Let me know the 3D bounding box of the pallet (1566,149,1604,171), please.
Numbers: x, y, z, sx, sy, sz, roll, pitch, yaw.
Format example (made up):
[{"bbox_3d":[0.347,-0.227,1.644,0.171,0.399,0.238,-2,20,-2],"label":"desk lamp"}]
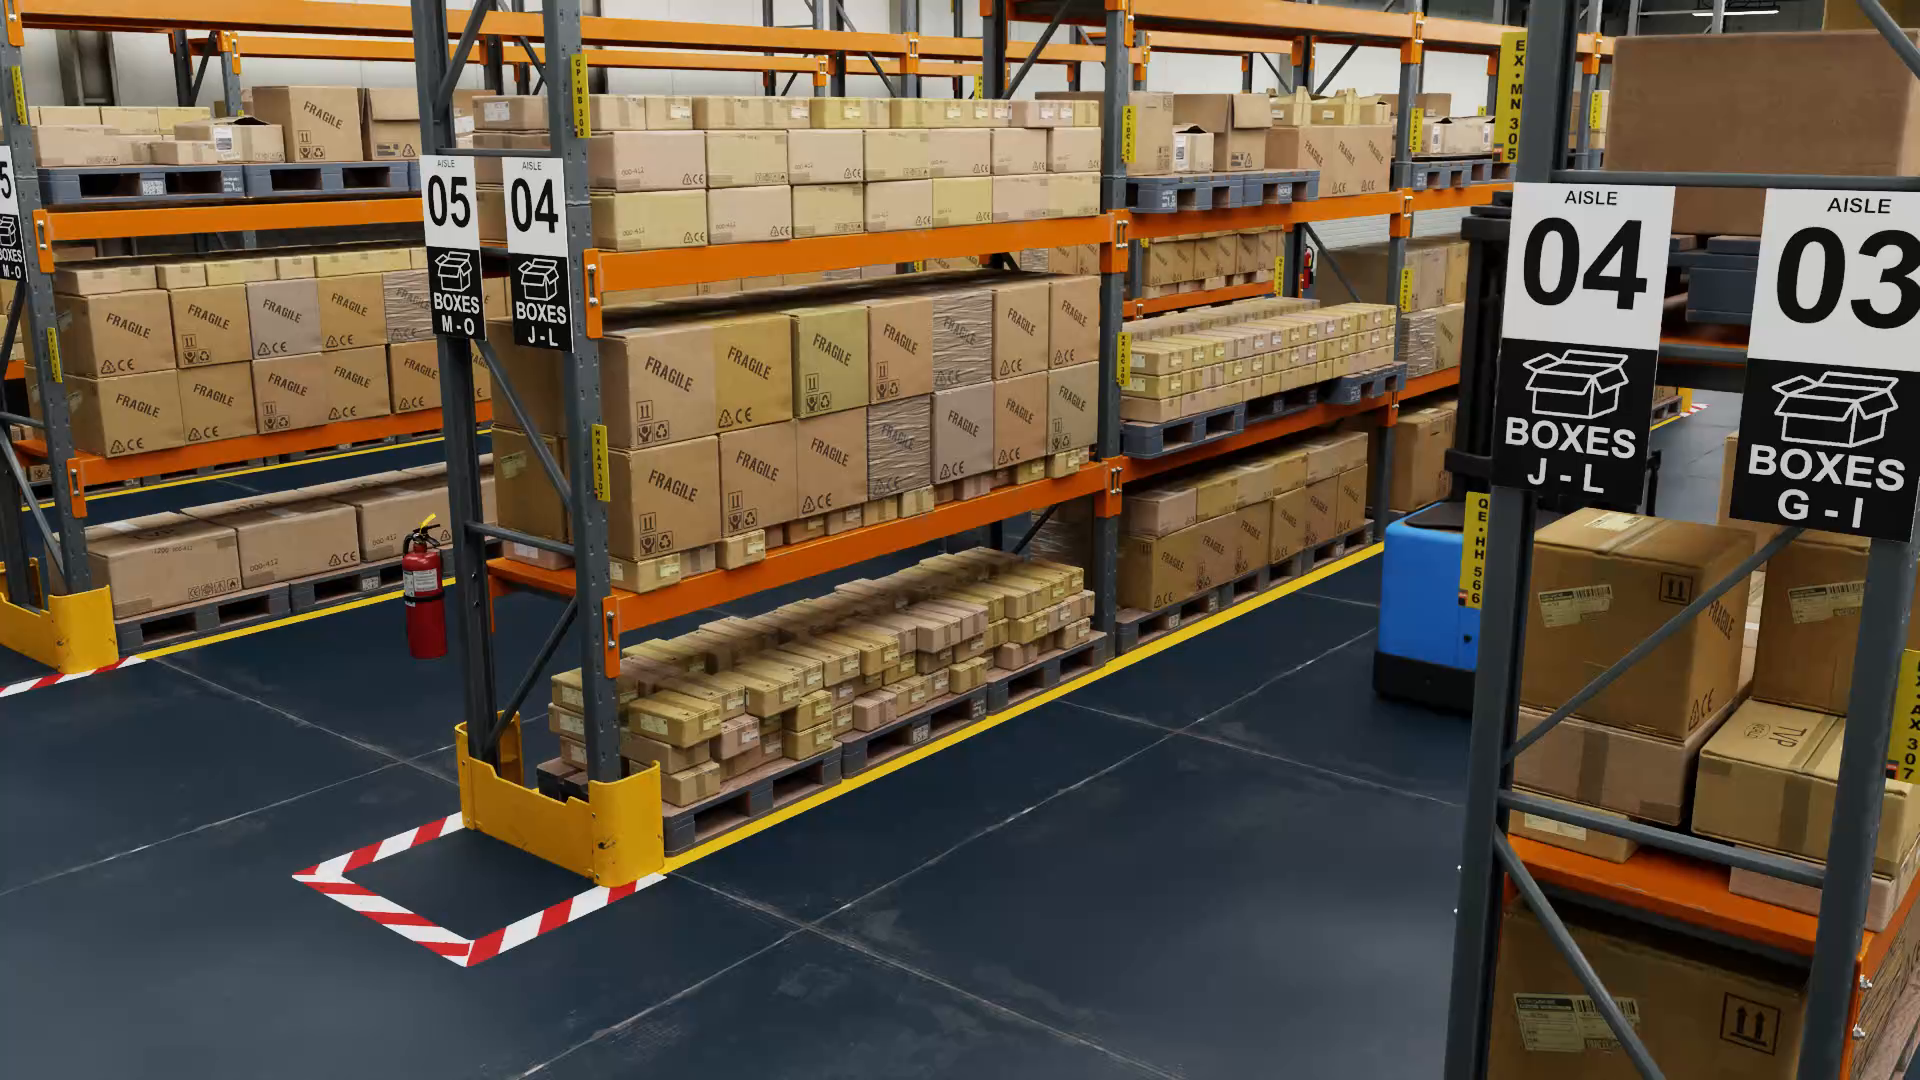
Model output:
[{"bbox_3d":[6.113,-3.856,16.799,1.003,0.211,1.213,11,18,38],"label":"pallet"}]

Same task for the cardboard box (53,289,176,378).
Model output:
[{"bbox_3d":[-5.341,-1.320,10.493,0.500,0.500,0.500,11,18,36],"label":"cardboard box"}]

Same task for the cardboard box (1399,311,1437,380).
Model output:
[{"bbox_3d":[3.569,-1.617,13.693,0.500,0.500,0.500,12,18,38],"label":"cardboard box"}]

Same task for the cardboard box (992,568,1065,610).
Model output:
[{"bbox_3d":[0.412,0.295,10.098,0.380,0.149,0.250,12,18,38],"label":"cardboard box"}]

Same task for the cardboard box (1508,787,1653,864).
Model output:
[{"bbox_3d":[1.811,0.797,4.903,0.380,0.149,0.250,12,18,39],"label":"cardboard box"}]

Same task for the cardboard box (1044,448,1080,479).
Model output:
[{"bbox_3d":[0.488,-0.479,9.928,0.380,0.149,0.250,11,18,36],"label":"cardboard box"}]

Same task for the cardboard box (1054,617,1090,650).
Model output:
[{"bbox_3d":[0.582,0.548,10.312,0.380,0.149,0.250,12,18,38],"label":"cardboard box"}]

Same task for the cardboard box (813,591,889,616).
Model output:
[{"bbox_3d":[-0.631,0.420,9.608,0.380,0.149,0.250,10,18,35],"label":"cardboard box"}]

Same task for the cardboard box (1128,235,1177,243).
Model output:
[{"bbox_3d":[2.123,-3.765,19.513,0.700,0.500,0.500,11,18,37],"label":"cardboard box"}]

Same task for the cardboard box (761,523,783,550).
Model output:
[{"bbox_3d":[-1.098,-0.051,8.242,0.380,0.149,0.250,12,19,40],"label":"cardboard box"}]

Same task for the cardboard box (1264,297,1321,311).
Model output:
[{"bbox_3d":[2.633,-1.835,13.204,0.380,0.149,0.250,11,18,38],"label":"cardboard box"}]

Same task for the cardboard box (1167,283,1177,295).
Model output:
[{"bbox_3d":[2.387,-3.038,20.000,0.380,0.149,0.250,11,18,37],"label":"cardboard box"}]

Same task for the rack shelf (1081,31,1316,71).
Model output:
[{"bbox_3d":[2.934,-5.977,20.344,1.077,0.370,4.000,11,18,38],"label":"rack shelf"}]

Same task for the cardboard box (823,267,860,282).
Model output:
[{"bbox_3d":[-1.274,-2.565,15.394,0.500,0.500,0.500,12,18,39],"label":"cardboard box"}]

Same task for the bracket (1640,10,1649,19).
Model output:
[{"bbox_3d":[20.071,-15.453,48.863,0.235,0.232,0.430,11,18,38],"label":"bracket"}]

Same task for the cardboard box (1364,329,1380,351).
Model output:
[{"bbox_3d":[2.954,-1.534,12.622,0.380,0.149,0.250,12,19,40],"label":"cardboard box"}]

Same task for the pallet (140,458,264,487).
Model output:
[{"bbox_3d":[-7.646,-0.789,16.302,1.003,0.211,1.213,11,18,38],"label":"pallet"}]

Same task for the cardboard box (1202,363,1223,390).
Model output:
[{"bbox_3d":[1.492,-1.088,10.867,0.380,0.149,0.250,12,18,39],"label":"cardboard box"}]

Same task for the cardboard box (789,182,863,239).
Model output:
[{"bbox_3d":[-0.822,-1.621,8.123,0.500,0.250,0.500,11,18,36],"label":"cardboard box"}]

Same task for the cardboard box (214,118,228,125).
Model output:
[{"bbox_3d":[-7.116,-4.076,16.334,0.380,0.149,0.250,11,18,37],"label":"cardboard box"}]

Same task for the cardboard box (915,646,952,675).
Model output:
[{"bbox_3d":[-0.266,0.626,9.400,0.380,0.149,0.250,10,17,35],"label":"cardboard box"}]

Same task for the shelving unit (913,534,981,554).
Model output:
[{"bbox_3d":[-0.104,-0.986,13.240,0.431,2.100,0.503,11,18,38],"label":"shelving unit"}]

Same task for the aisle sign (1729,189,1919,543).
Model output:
[{"bbox_3d":[2.031,-0.405,3.846,0.394,0.787,0.004,11,18,38],"label":"aisle sign"}]

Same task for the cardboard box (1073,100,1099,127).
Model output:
[{"bbox_3d":[0.579,-2.473,9.652,0.380,0.149,0.250,10,18,35],"label":"cardboard box"}]

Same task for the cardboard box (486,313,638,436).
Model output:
[{"bbox_3d":[-1.857,-0.796,7.825,0.500,0.500,0.500,11,18,36],"label":"cardboard box"}]

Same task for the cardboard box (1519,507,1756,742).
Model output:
[{"bbox_3d":[1.945,0.226,4.820,0.500,0.500,0.500,12,18,38],"label":"cardboard box"}]

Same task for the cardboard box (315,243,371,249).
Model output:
[{"bbox_3d":[-4.515,-2.080,12.166,0.380,0.149,0.250,11,18,37],"label":"cardboard box"}]

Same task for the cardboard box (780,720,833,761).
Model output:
[{"bbox_3d":[-0.875,0.992,8.564,0.380,0.149,0.250,12,18,38],"label":"cardboard box"}]

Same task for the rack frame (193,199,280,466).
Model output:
[{"bbox_3d":[-7.214,-2.272,16.476,1.000,3.000,0.127,11,18,38],"label":"rack frame"}]

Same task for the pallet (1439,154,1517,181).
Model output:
[{"bbox_3d":[5.053,-3.468,15.480,0.805,0.209,1.217,10,18,35],"label":"pallet"}]

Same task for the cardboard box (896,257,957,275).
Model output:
[{"bbox_3d":[-0.374,-2.718,16.568,0.500,0.500,0.500,11,18,36],"label":"cardboard box"}]

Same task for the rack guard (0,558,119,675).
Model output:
[{"bbox_3d":[-5.880,0.477,10.729,1.175,0.500,0.348,11,18,38],"label":"rack guard"}]

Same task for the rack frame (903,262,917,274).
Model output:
[{"bbox_3d":[-0.837,-2.271,16.470,1.000,3.000,0.127,11,18,38],"label":"rack frame"}]

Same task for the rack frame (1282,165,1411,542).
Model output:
[{"bbox_3d":[3.077,-1.524,13.531,1.000,3.000,0.127,11,18,38],"label":"rack frame"}]

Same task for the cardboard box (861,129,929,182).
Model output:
[{"bbox_3d":[-0.502,-1.952,8.411,0.500,0.250,0.500,10,18,35],"label":"cardboard box"}]

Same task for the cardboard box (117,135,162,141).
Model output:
[{"bbox_3d":[-7.641,-3.565,15.174,0.500,0.250,0.500,11,18,36],"label":"cardboard box"}]

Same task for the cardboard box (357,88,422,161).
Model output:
[{"bbox_3d":[-4.173,-2.998,11.973,0.797,0.503,0.637,13,19,42],"label":"cardboard box"}]

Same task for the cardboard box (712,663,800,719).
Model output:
[{"bbox_3d":[-1.020,0.750,8.307,0.380,0.149,0.250,11,18,37],"label":"cardboard box"}]

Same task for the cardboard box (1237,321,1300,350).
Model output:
[{"bbox_3d":[2.147,-1.433,11.619,0.380,0.149,0.250,12,19,39],"label":"cardboard box"}]

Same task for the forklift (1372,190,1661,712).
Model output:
[{"bbox_3d":[3.756,-0.681,10.351,1.130,2.935,3.031,11,18,37],"label":"forklift"}]

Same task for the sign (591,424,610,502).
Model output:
[{"bbox_3d":[-1.529,-0.328,7.063,0.100,0.325,0.005,11,18,38],"label":"sign"}]

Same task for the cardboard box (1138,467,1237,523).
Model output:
[{"bbox_3d":[1.566,-0.317,11.479,0.500,0.250,0.500,12,18,39],"label":"cardboard box"}]

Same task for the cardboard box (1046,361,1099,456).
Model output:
[{"bbox_3d":[0.479,-0.815,9.930,0.500,0.500,0.500,11,18,38],"label":"cardboard box"}]

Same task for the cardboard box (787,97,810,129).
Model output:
[{"bbox_3d":[-0.936,-2.035,7.927,0.380,0.149,0.250,12,19,39],"label":"cardboard box"}]

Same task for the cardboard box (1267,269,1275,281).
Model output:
[{"bbox_3d":[3.872,-3.465,21.681,0.380,0.149,0.250,11,18,37],"label":"cardboard box"}]

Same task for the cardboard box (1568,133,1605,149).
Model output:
[{"bbox_3d":[6.084,-3.892,16.212,0.380,0.149,0.250,11,18,37],"label":"cardboard box"}]

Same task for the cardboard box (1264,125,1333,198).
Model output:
[{"bbox_3d":[2.294,-2.685,11.805,0.500,0.500,0.500,11,18,38],"label":"cardboard box"}]

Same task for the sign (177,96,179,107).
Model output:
[{"bbox_3d":[-7.648,-4.253,16.330,0.100,0.325,0.005,11,18,38],"label":"sign"}]

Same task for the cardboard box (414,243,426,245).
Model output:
[{"bbox_3d":[-3.856,-2.113,12.297,0.380,0.149,0.250,11,18,37],"label":"cardboard box"}]

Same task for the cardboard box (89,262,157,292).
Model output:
[{"bbox_3d":[-5.317,-1.673,10.564,0.380,0.149,0.250,12,18,39],"label":"cardboard box"}]

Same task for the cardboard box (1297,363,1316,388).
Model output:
[{"bbox_3d":[2.314,-1.196,11.895,0.380,0.149,0.250,12,19,39],"label":"cardboard box"}]

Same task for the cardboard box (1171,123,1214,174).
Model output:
[{"bbox_3d":[1.279,-2.509,10.641,0.500,0.311,0.500,11,18,37],"label":"cardboard box"}]

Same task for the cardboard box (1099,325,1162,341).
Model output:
[{"bbox_3d":[1.160,-1.387,11.438,0.380,0.149,0.250,11,18,37],"label":"cardboard box"}]

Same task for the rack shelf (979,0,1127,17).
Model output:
[{"bbox_3d":[-0.694,-2.933,8.358,1.077,0.370,4.000,11,18,38],"label":"rack shelf"}]
